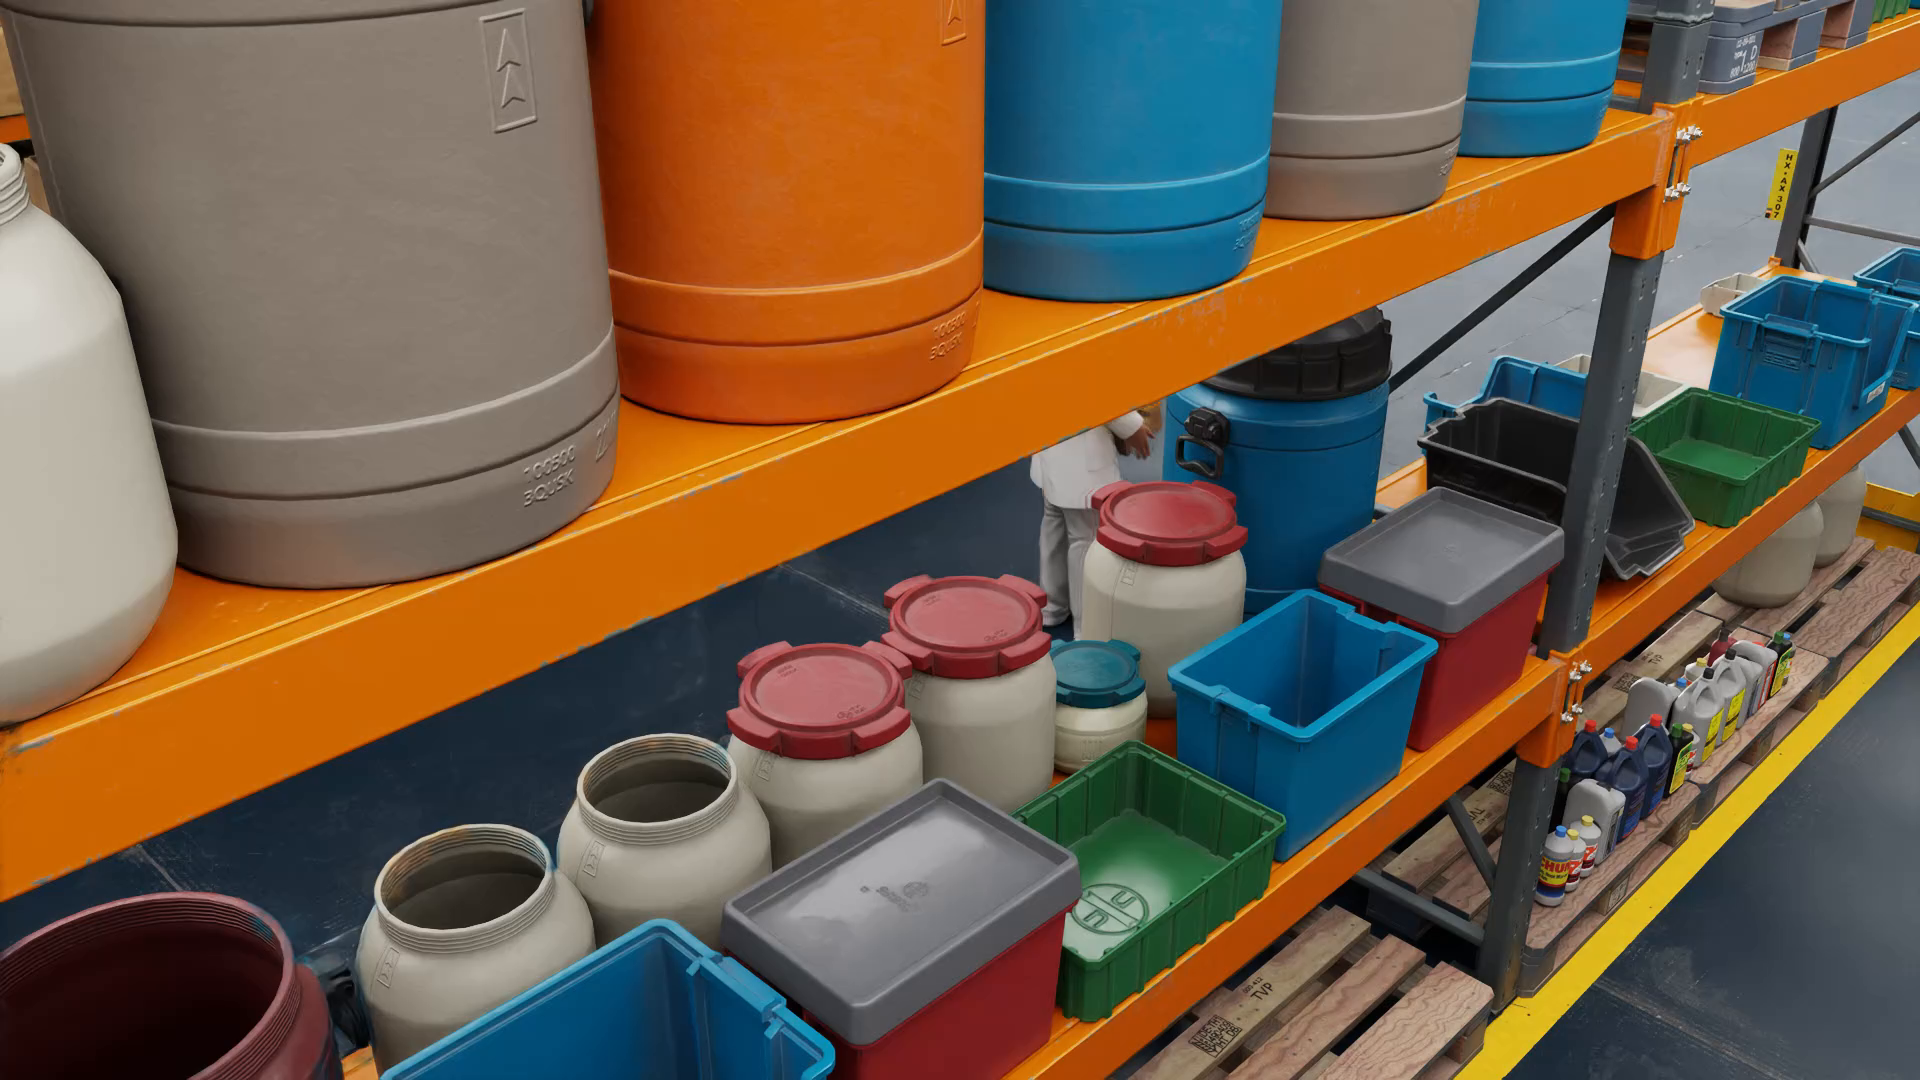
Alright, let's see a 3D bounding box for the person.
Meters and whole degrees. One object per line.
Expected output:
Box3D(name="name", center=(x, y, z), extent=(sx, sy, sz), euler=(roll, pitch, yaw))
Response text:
Box3D(name="person", center=(0.538, -0.432, 6.958), extent=(0.540, 1.779, 0.566), euler=(-6, 28, -11))
